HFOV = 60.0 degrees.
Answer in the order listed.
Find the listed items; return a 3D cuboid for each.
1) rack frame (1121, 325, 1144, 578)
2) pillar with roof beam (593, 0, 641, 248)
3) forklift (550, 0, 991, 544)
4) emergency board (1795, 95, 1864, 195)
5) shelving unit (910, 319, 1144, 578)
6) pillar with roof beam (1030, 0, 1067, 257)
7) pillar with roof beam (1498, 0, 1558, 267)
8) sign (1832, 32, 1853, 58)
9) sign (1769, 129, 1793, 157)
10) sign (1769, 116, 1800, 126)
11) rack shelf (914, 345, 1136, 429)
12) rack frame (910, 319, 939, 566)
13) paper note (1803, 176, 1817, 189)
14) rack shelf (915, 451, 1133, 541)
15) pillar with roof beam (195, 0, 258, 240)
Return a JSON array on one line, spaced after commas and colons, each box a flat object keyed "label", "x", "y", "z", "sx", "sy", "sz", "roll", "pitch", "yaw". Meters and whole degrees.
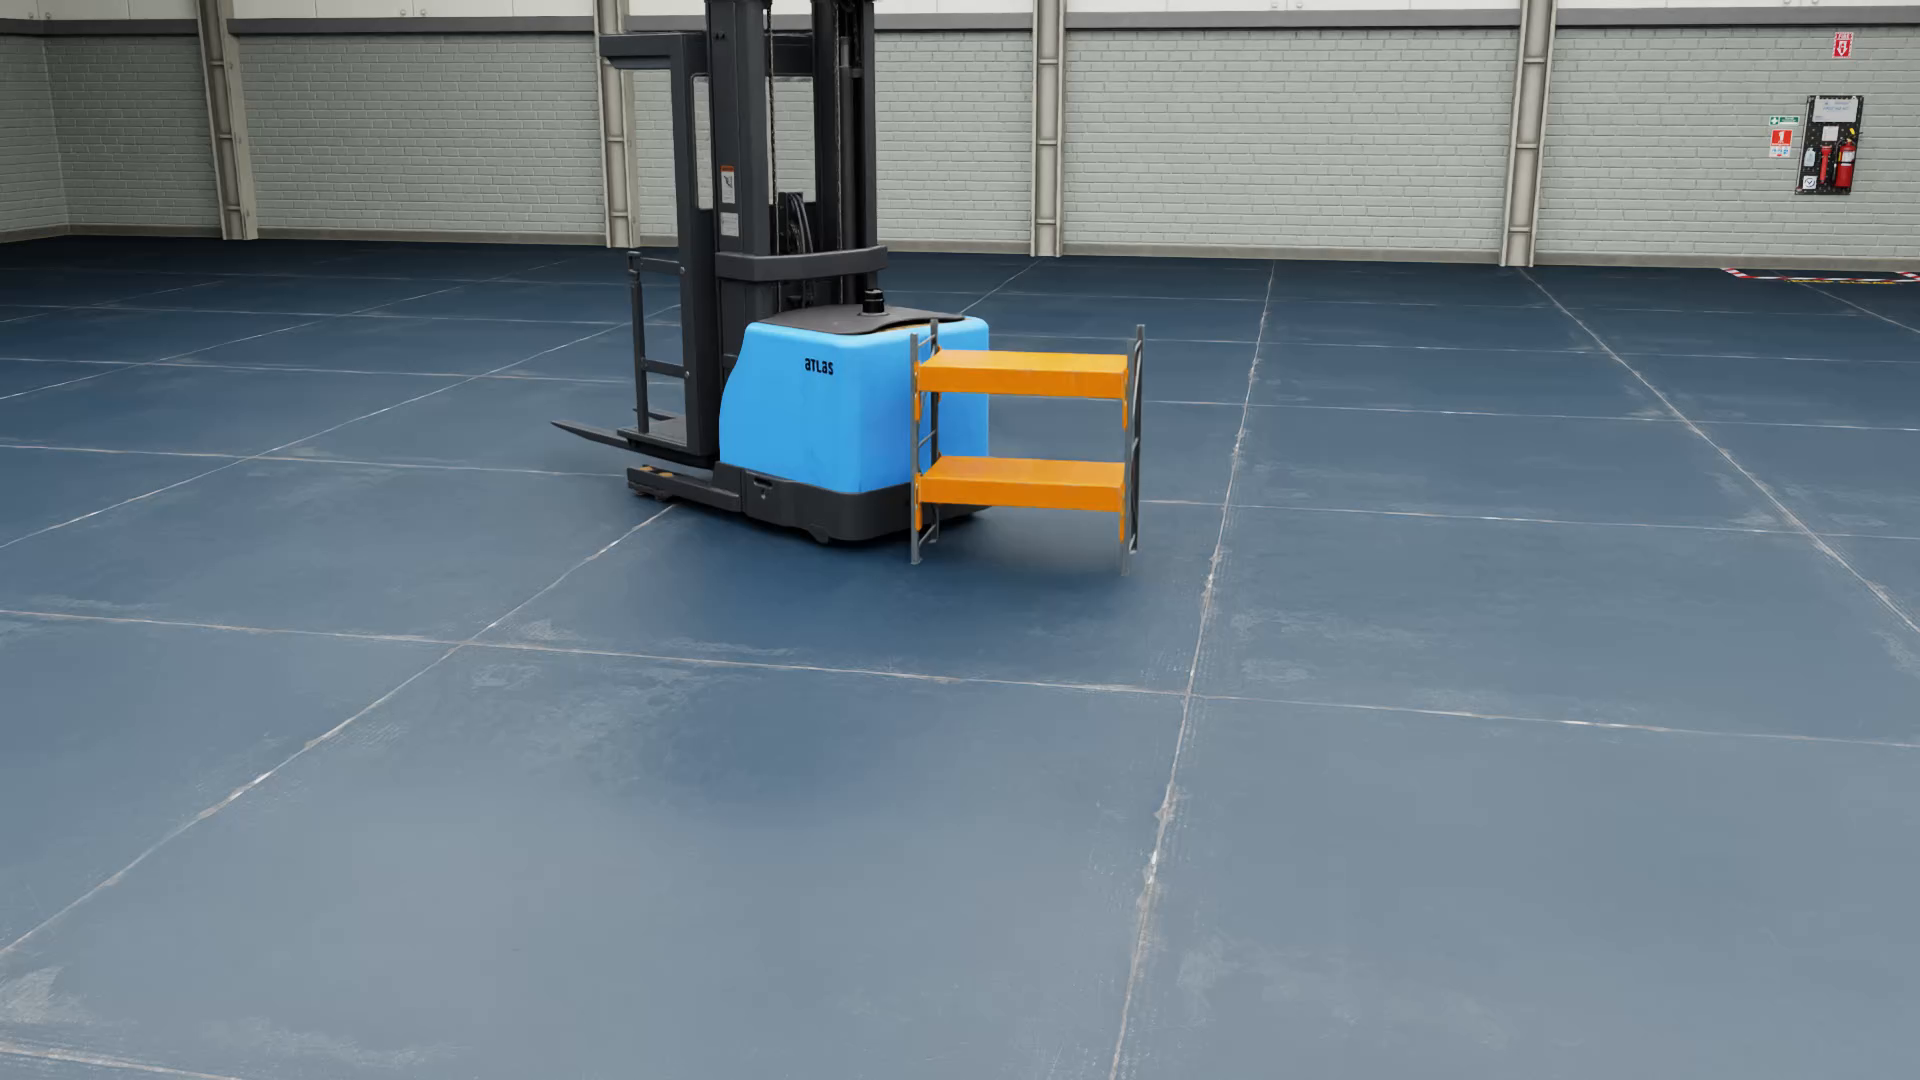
[{"label": "rack frame", "x": 0.826, "y": -0.431, "z": 7.940, "sx": 0.032, "sy": 1.125, "sz": 0.500, "roll": 3, "pitch": 16, "yaw": 11}, {"label": "pillar with roof beam", "x": -5.580, "y": -7.331, "z": 18.102, "sx": 0.400, "sy": 9.000, "sz": 9.100, "roll": 3, "pitch": 16, "yaw": 11}, {"label": "forklift", "x": -1.235, "y": -1.711, "z": 9.177, "sx": 3.031, "sy": 2.935, "sz": 1.130, "roll": 15, "pitch": 21, "yaw": 43}, {"label": "emergency board", "x": 10.503, "y": -4.750, "z": 20.022, "sx": 0.643, "sy": 1.169, "sz": 0.194, "roll": 3, "pitch": 16, "yaw": 11}, {"label": "shelving unit", "x": 0.327, "y": -0.457, "z": 8.036, "sx": 1.048, "sy": 1.125, "sz": 0.538, "roll": 3, "pitch": 16, "yaw": 11}, {"label": "pillar with roof beam", "x": 0.300, "y": -7.012, "z": 16.949, "sx": 0.400, "sy": 9.000, "sz": 9.100, "roll": 3, "pitch": 16, "yaw": 11}, {"label": "pillar with roof beam", "x": 6.180, "y": -6.693, "z": 15.797, "sx": 0.400, "sy": 9.000, "sz": 9.100, "roll": 3, "pitch": 16, "yaw": 11}, {"label": "sign", "x": 10.515, "y": -5.894, "z": 19.808, "sx": 0.199, "sy": 0.298, "sz": 0.001, "roll": 3, "pitch": 16, "yaw": 11}, {"label": "sign", "x": 9.982, "y": -4.824, "z": 20.221, "sx": 0.234, "sy": 0.329, "sz": 0.001, "roll": 3, "pitch": 16, "yaw": 11}, {"label": "sign", "x": 9.985, "y": -5.077, "z": 20.141, "sx": 0.331, "sy": 0.109, "sz": 0.001, "roll": 3, "pitch": 16, "yaw": 11}, {"label": "rack shelf", "x": 0.327, "y": -0.739, "z": 7.957, "sx": 1.000, "sy": 0.278, "sz": 0.538, "roll": 3, "pitch": 16, "yaw": 11}, {"label": "rack frame", "x": -0.171, "y": -0.484, "z": 8.131, "sx": 0.032, "sy": 1.125, "sz": 0.500, "roll": 3, "pitch": 16, "yaw": 11}, {"label": "paper note", "x": 10.343, "y": -4.353, "z": 20.239, "sx": 0.142, "sy": 0.148, "sz": 0.016, "roll": 3, "pitch": 16, "yaw": 11}, {"label": "rack shelf", "x": 0.327, "y": -0.222, "z": 8.101, "sx": 1.000, "sy": 0.278, "sz": 0.538, "roll": 3, "pitch": 16, "yaw": 11}, {"label": "pillar with roof beam", "x": -11.459, "y": -7.651, "z": 19.254, "sx": 0.400, "sy": 9.000, "sz": 9.100, "roll": 3, "pitch": 16, "yaw": 11}]
